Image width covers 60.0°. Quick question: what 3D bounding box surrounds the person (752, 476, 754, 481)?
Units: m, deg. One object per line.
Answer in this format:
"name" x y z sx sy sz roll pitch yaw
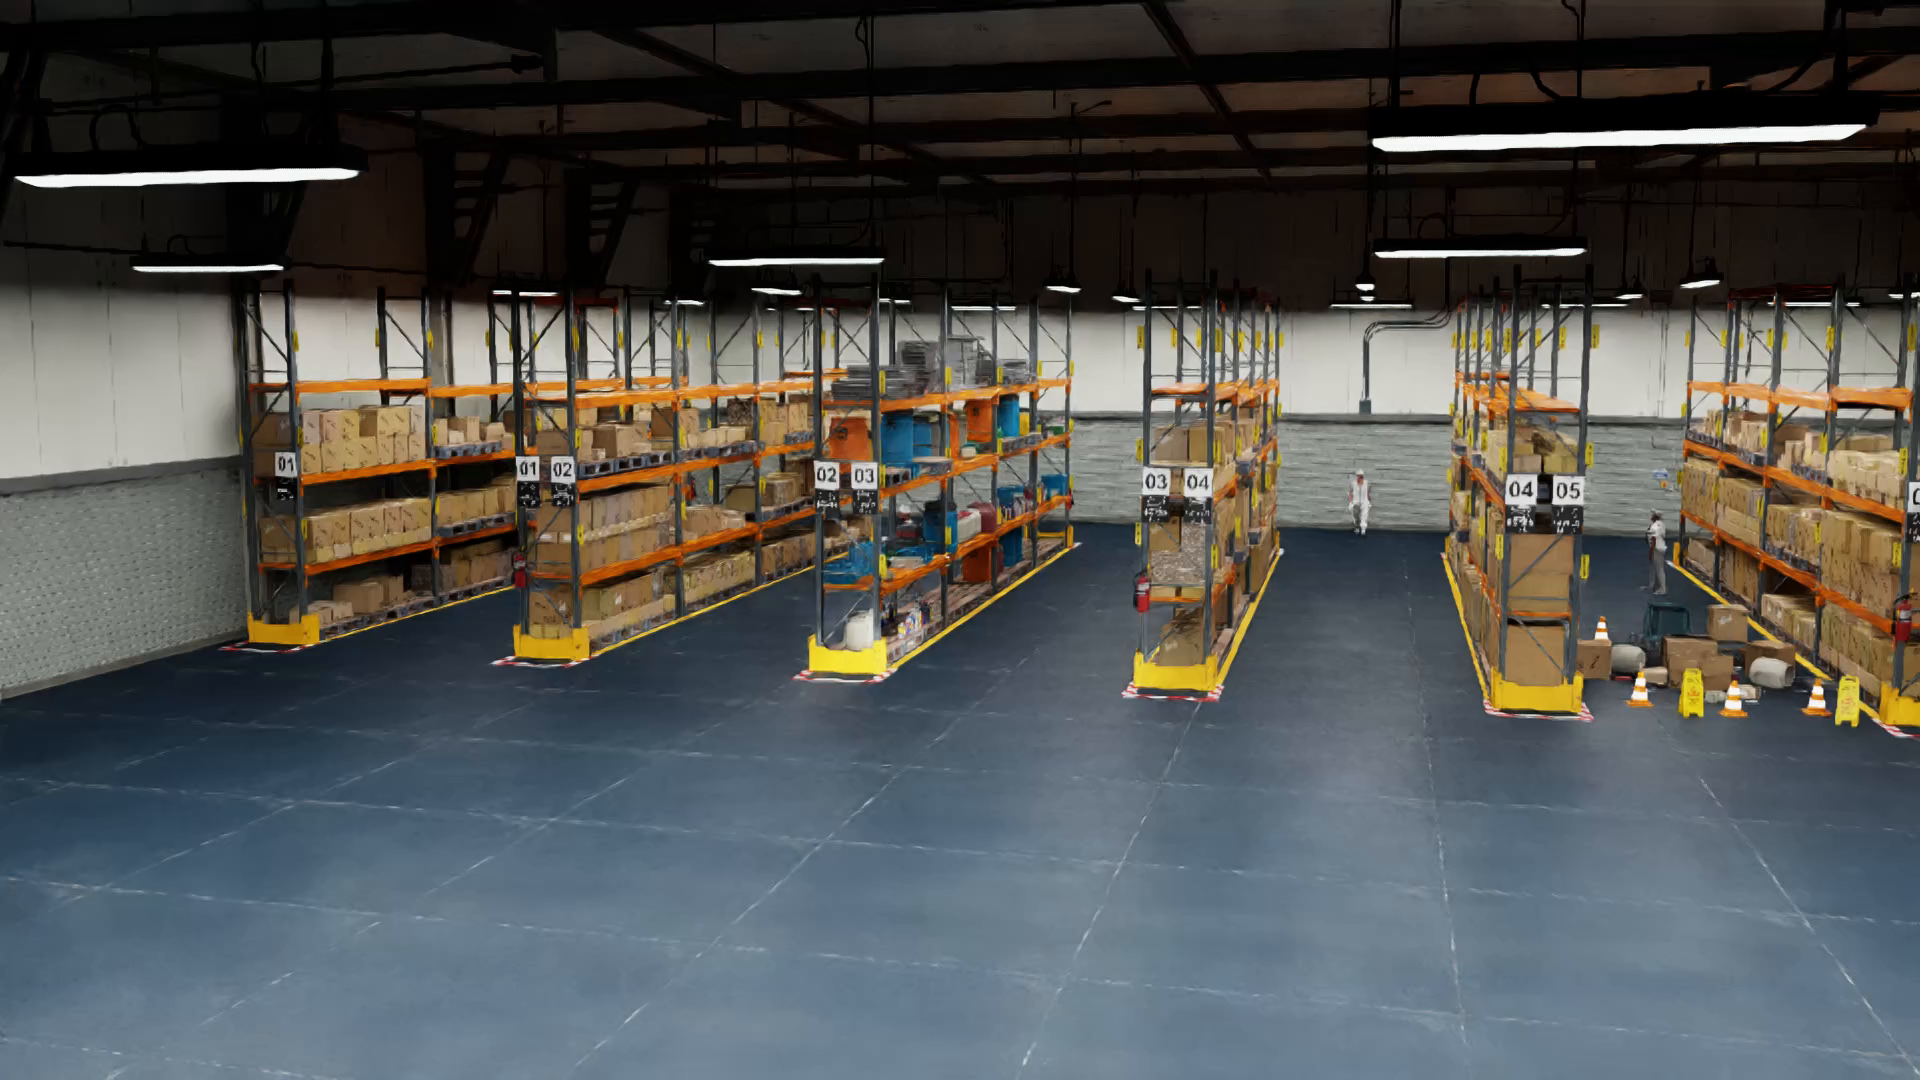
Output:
"person" -5.005 -0.763 41.045 0.390 1.671 0.561 0 7 -2

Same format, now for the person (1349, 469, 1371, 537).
"person" 10.227 -0.962 42.561 0.553 1.709 1.123 2 7 16

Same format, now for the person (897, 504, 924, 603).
"person" -0.909 0.227 30.147 0.500 1.763 0.643 -1 7 -7

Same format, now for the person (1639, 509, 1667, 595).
"person" 13.765 0.218 32.938 0.568 1.662 0.593 5 8 33
